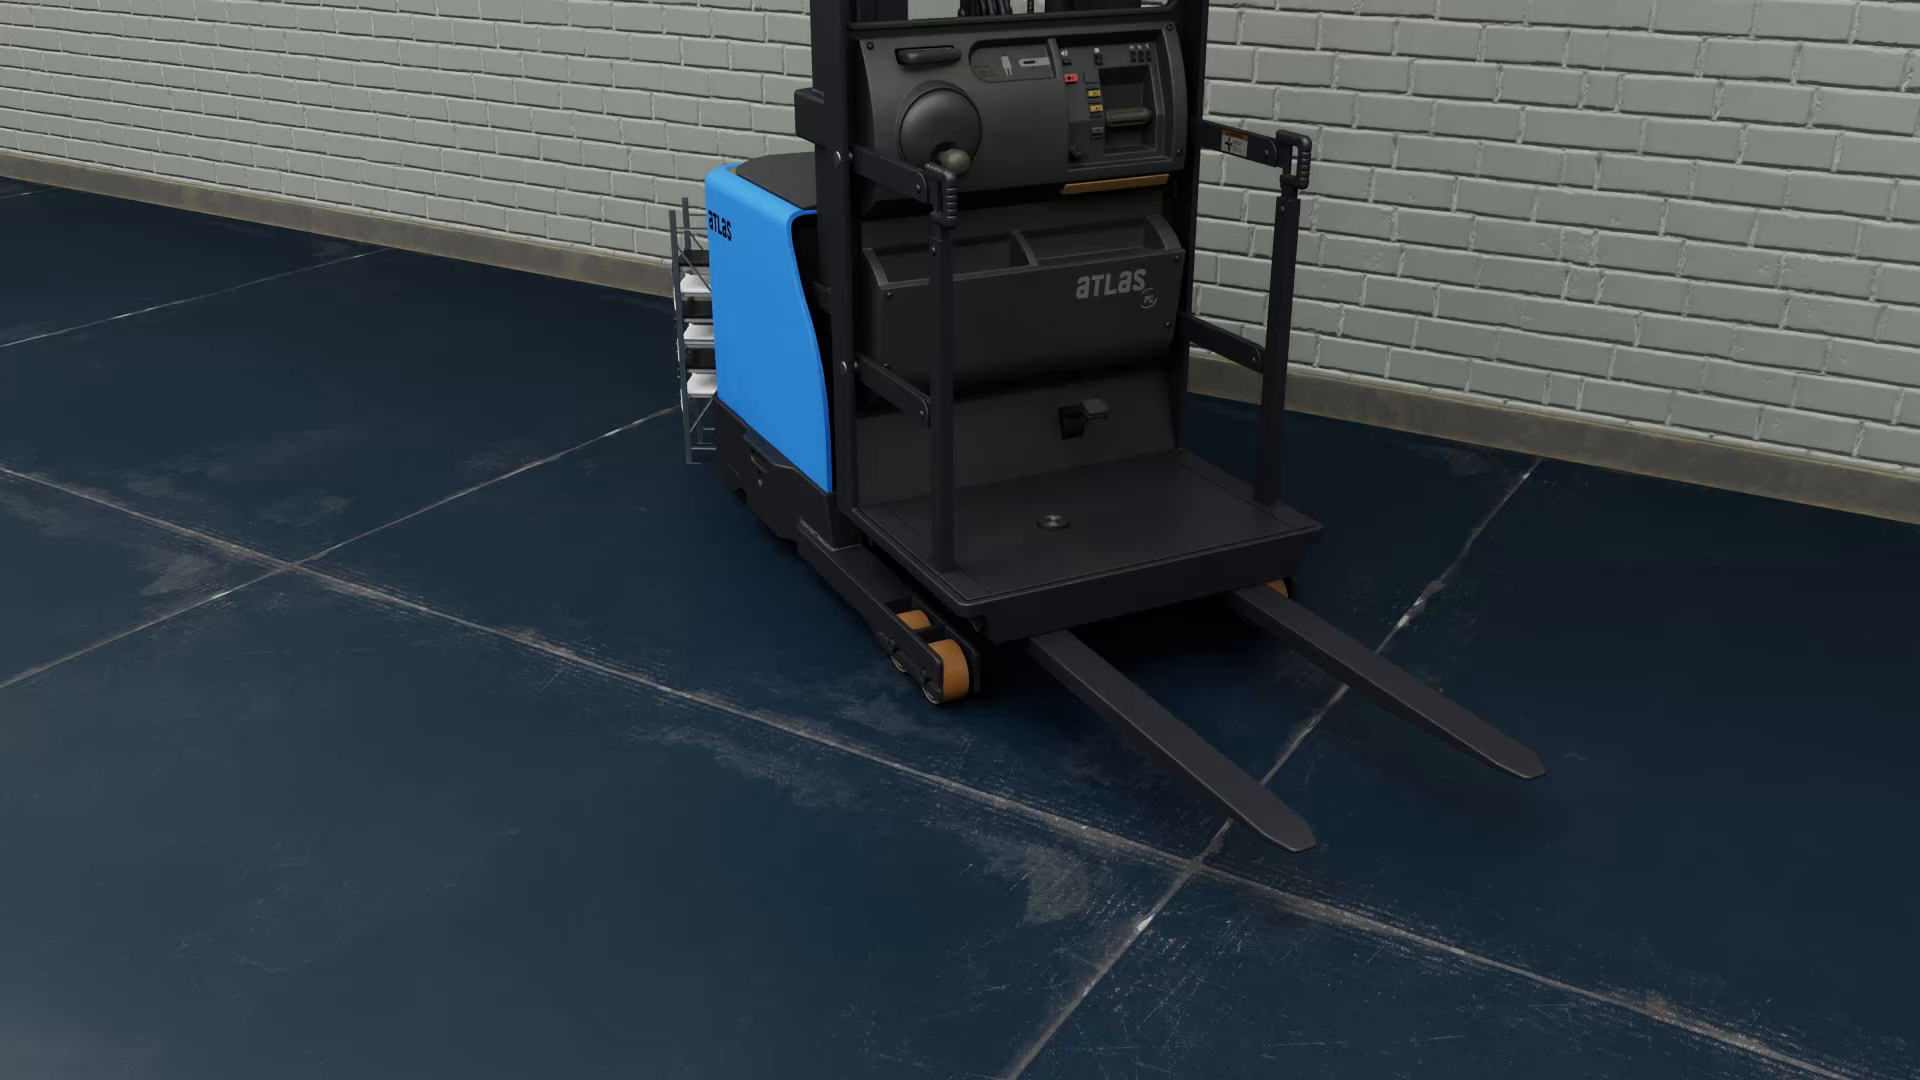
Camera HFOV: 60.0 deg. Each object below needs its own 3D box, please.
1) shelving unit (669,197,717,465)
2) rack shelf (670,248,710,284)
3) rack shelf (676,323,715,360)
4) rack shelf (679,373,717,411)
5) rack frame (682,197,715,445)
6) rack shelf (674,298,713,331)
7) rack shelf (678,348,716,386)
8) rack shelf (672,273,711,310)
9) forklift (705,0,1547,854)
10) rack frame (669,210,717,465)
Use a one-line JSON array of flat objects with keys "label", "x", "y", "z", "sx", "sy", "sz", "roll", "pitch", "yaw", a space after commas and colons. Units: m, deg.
[{"label": "shelving unit", "x": -0.839, "y": -0.718, "z": 5.777, "sx": 0.258, "sy": 0.900, "sz": 0.210, "roll": 1, "pitch": 23, "yaw": 3}, {"label": "rack shelf", "x": -0.839, "y": -0.936, "z": 5.683, "sx": 0.258, "sy": 0.077, "sz": 0.200, "roll": 1, "pitch": 23, "yaw": 3}, {"label": "rack shelf", "x": -0.839, "y": -0.688, "z": 5.790, "sx": 0.258, "sy": 0.077, "sz": 0.200, "roll": 1, "pitch": 23, "yaw": 3}, {"label": "rack shelf", "x": -0.839, "y": -0.523, "z": 5.862, "sx": 0.258, "sy": 0.077, "sz": 0.200, "roll": 1, "pitch": 23, "yaw": 3}, {"label": "rack frame", "x": -0.834, "y": -0.759, "z": 5.870, "sx": 0.240, "sy": 0.900, "sz": 0.006, "roll": 1, "pitch": 23, "yaw": 3}, {"label": "rack shelf", "x": -0.839, "y": -0.770, "z": 5.754, "sx": 0.258, "sy": 0.077, "sz": 0.200, "roll": 1, "pitch": 23, "yaw": 3}, {"label": "rack shelf", "x": -0.839, "y": -0.605, "z": 5.826, "sx": 0.258, "sy": 0.077, "sz": 0.200, "roll": 1, "pitch": 23, "yaw": 3}, {"label": "rack shelf", "x": -0.839, "y": -0.853, "z": 5.719, "sx": 0.258, "sy": 0.077, "sz": 0.200, "roll": 1, "pitch": 23, "yaw": 3}, {"label": "forklift", "x": 0.278, "y": -1.124, "z": 4.157, "sx": 1.130, "sy": 2.935, "sz": 3.031, "roll": -11, "pitch": 26, "yaw": -24}, {"label": "rack frame", "x": -0.845, "y": -0.678, "z": 5.684, "sx": 0.240, "sy": 0.900, "sz": 0.006, "roll": 1, "pitch": 23, "yaw": 3}]
